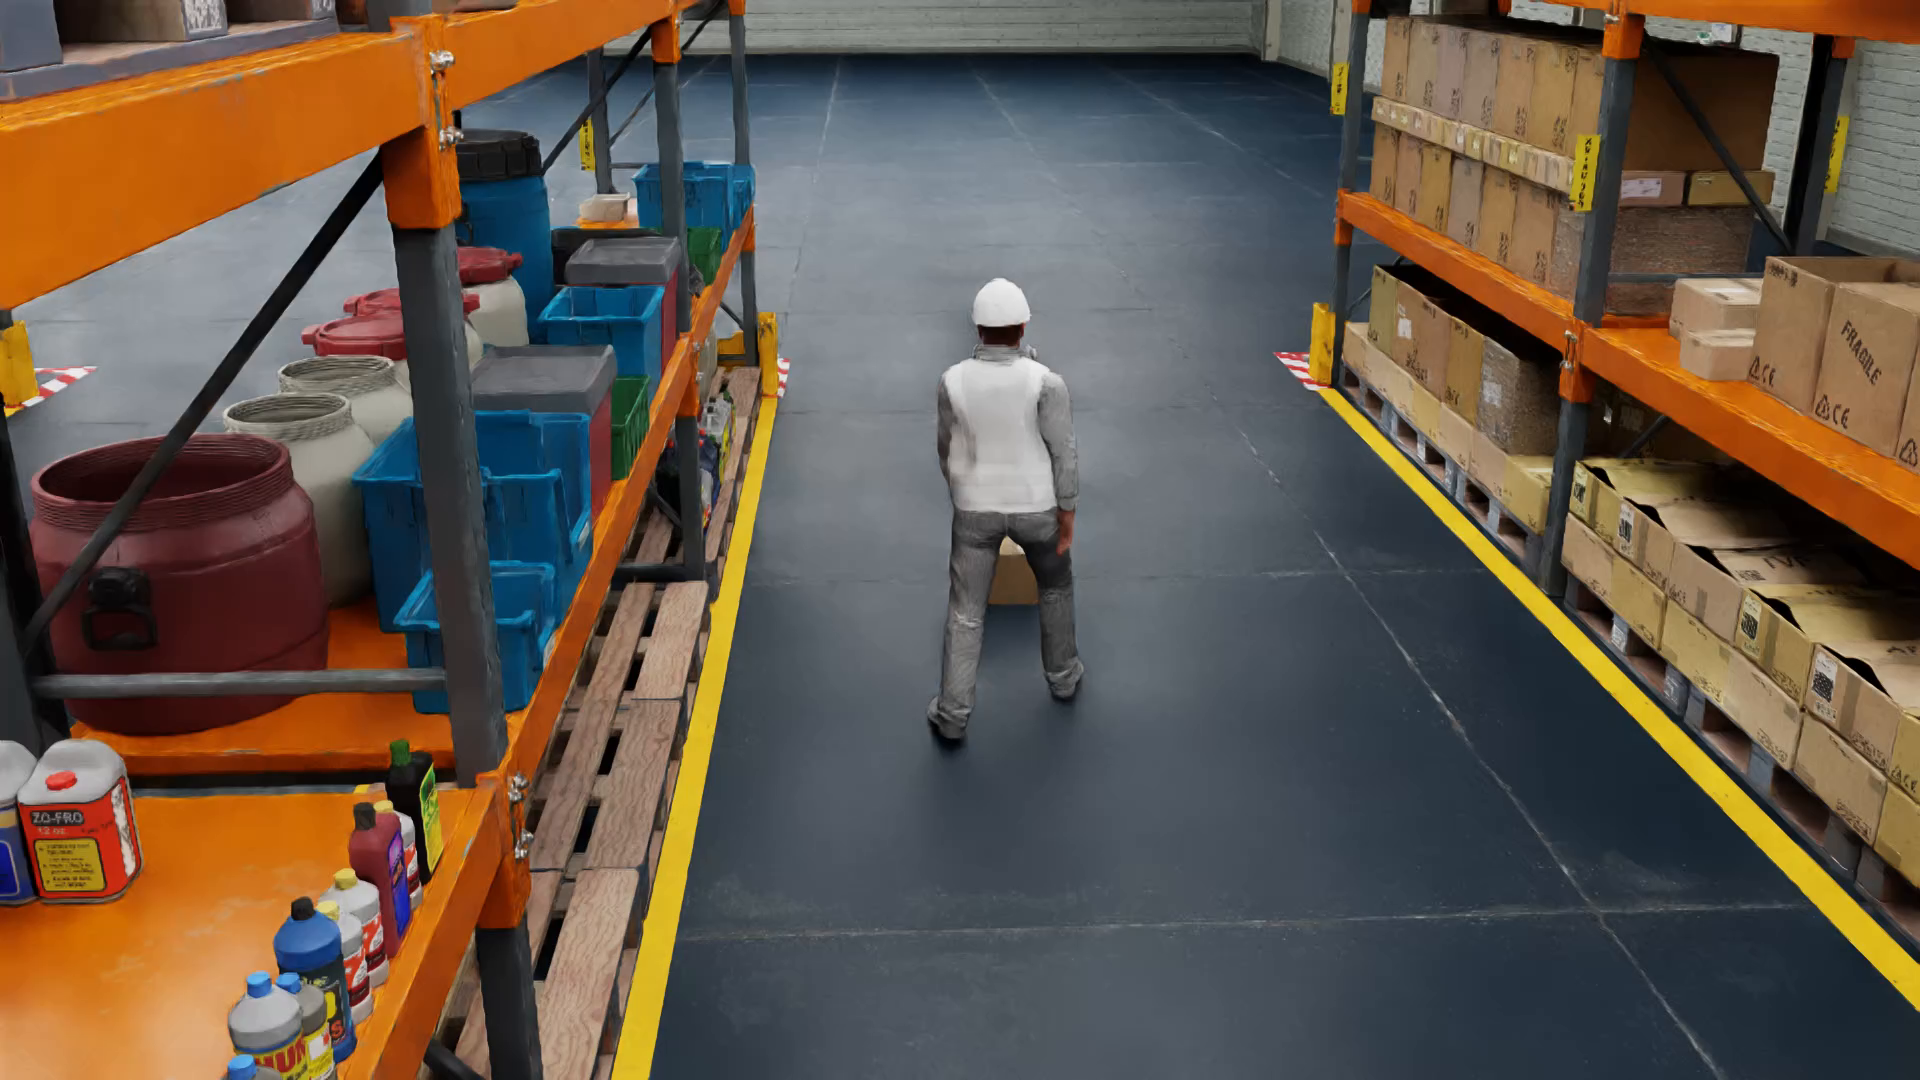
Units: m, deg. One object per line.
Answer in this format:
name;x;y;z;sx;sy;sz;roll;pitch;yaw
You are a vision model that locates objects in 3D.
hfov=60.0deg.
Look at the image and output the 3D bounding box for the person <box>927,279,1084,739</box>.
person;0.187;-0.136;6.460;0.594;1.733;0.802;3;20;7
